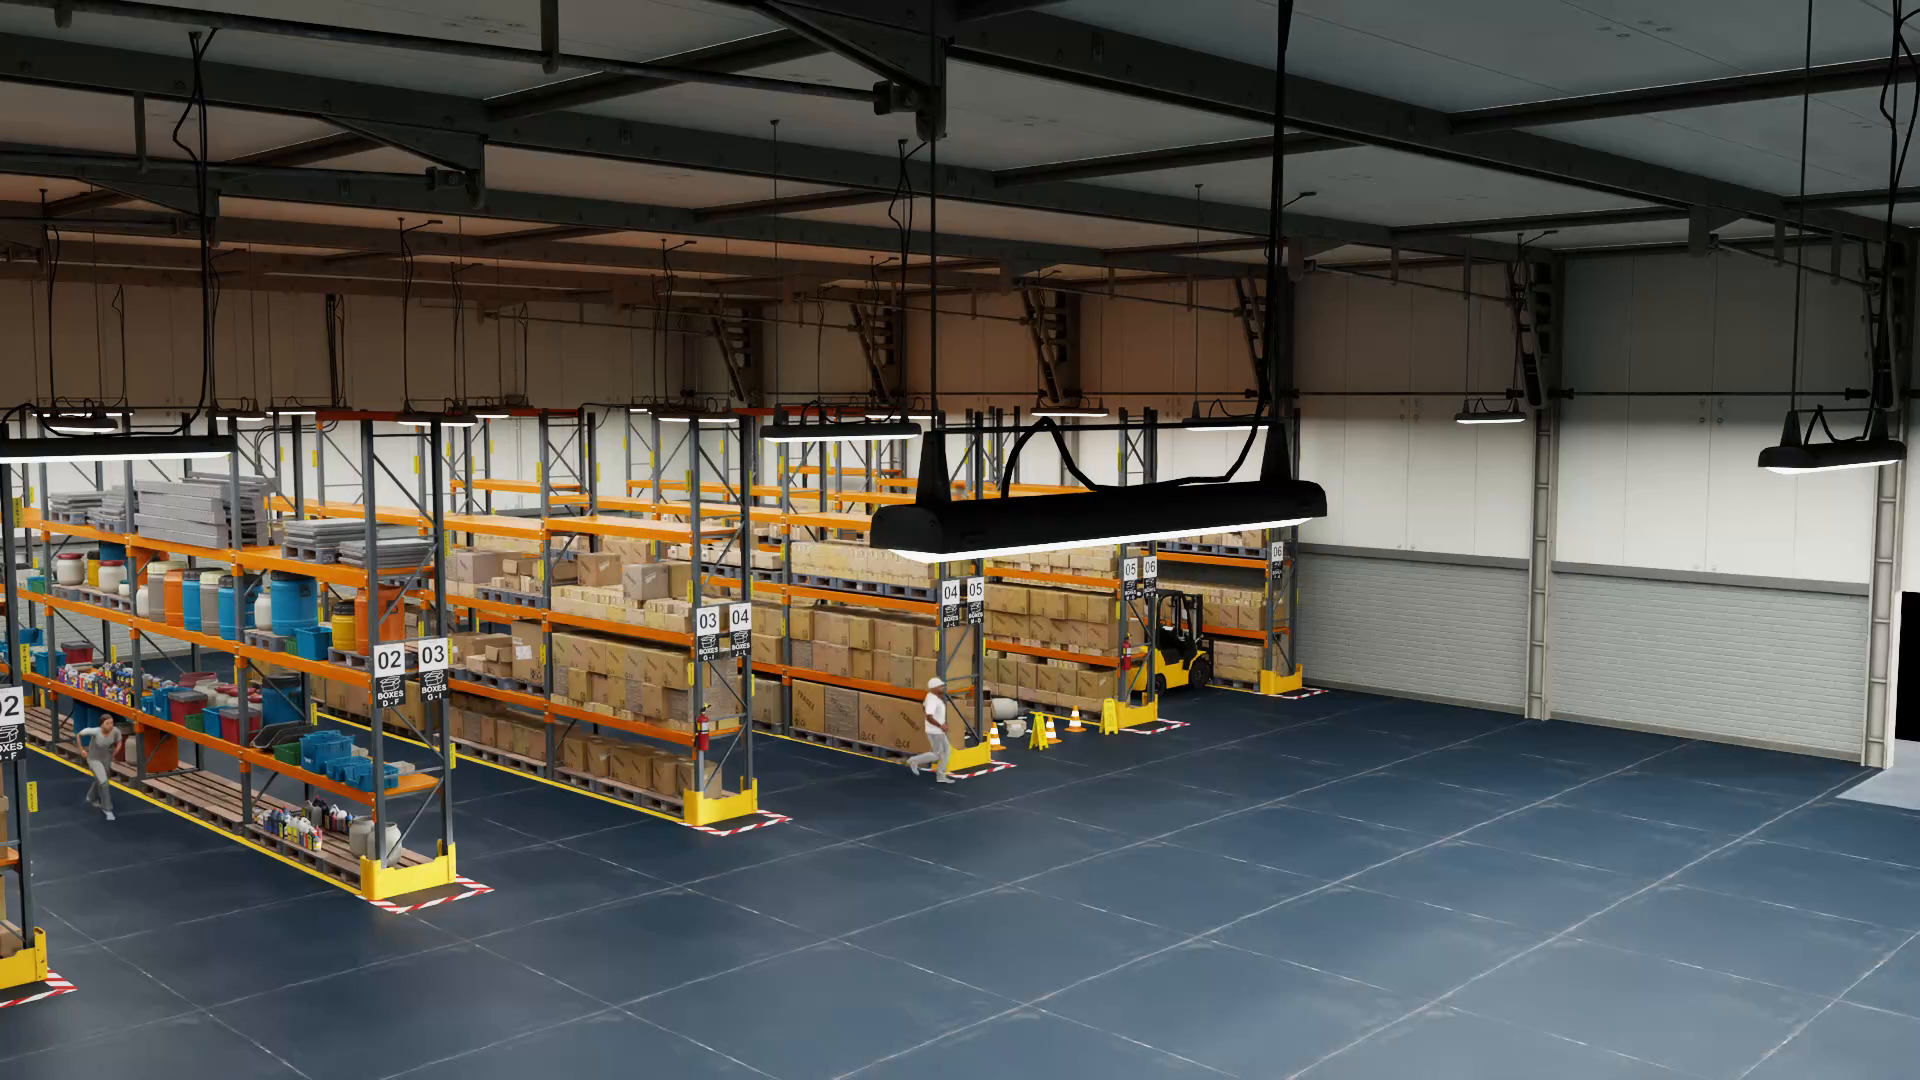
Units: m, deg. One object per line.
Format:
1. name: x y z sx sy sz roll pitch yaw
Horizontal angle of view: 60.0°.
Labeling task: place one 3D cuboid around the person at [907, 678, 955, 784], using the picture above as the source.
1. person: -0.466 3.093 26.974 0.787 1.738 0.714 0 5 0

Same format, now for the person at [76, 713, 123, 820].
1. person: -12.909 3.360 24.896 0.947 1.628 0.612 5 7 44
